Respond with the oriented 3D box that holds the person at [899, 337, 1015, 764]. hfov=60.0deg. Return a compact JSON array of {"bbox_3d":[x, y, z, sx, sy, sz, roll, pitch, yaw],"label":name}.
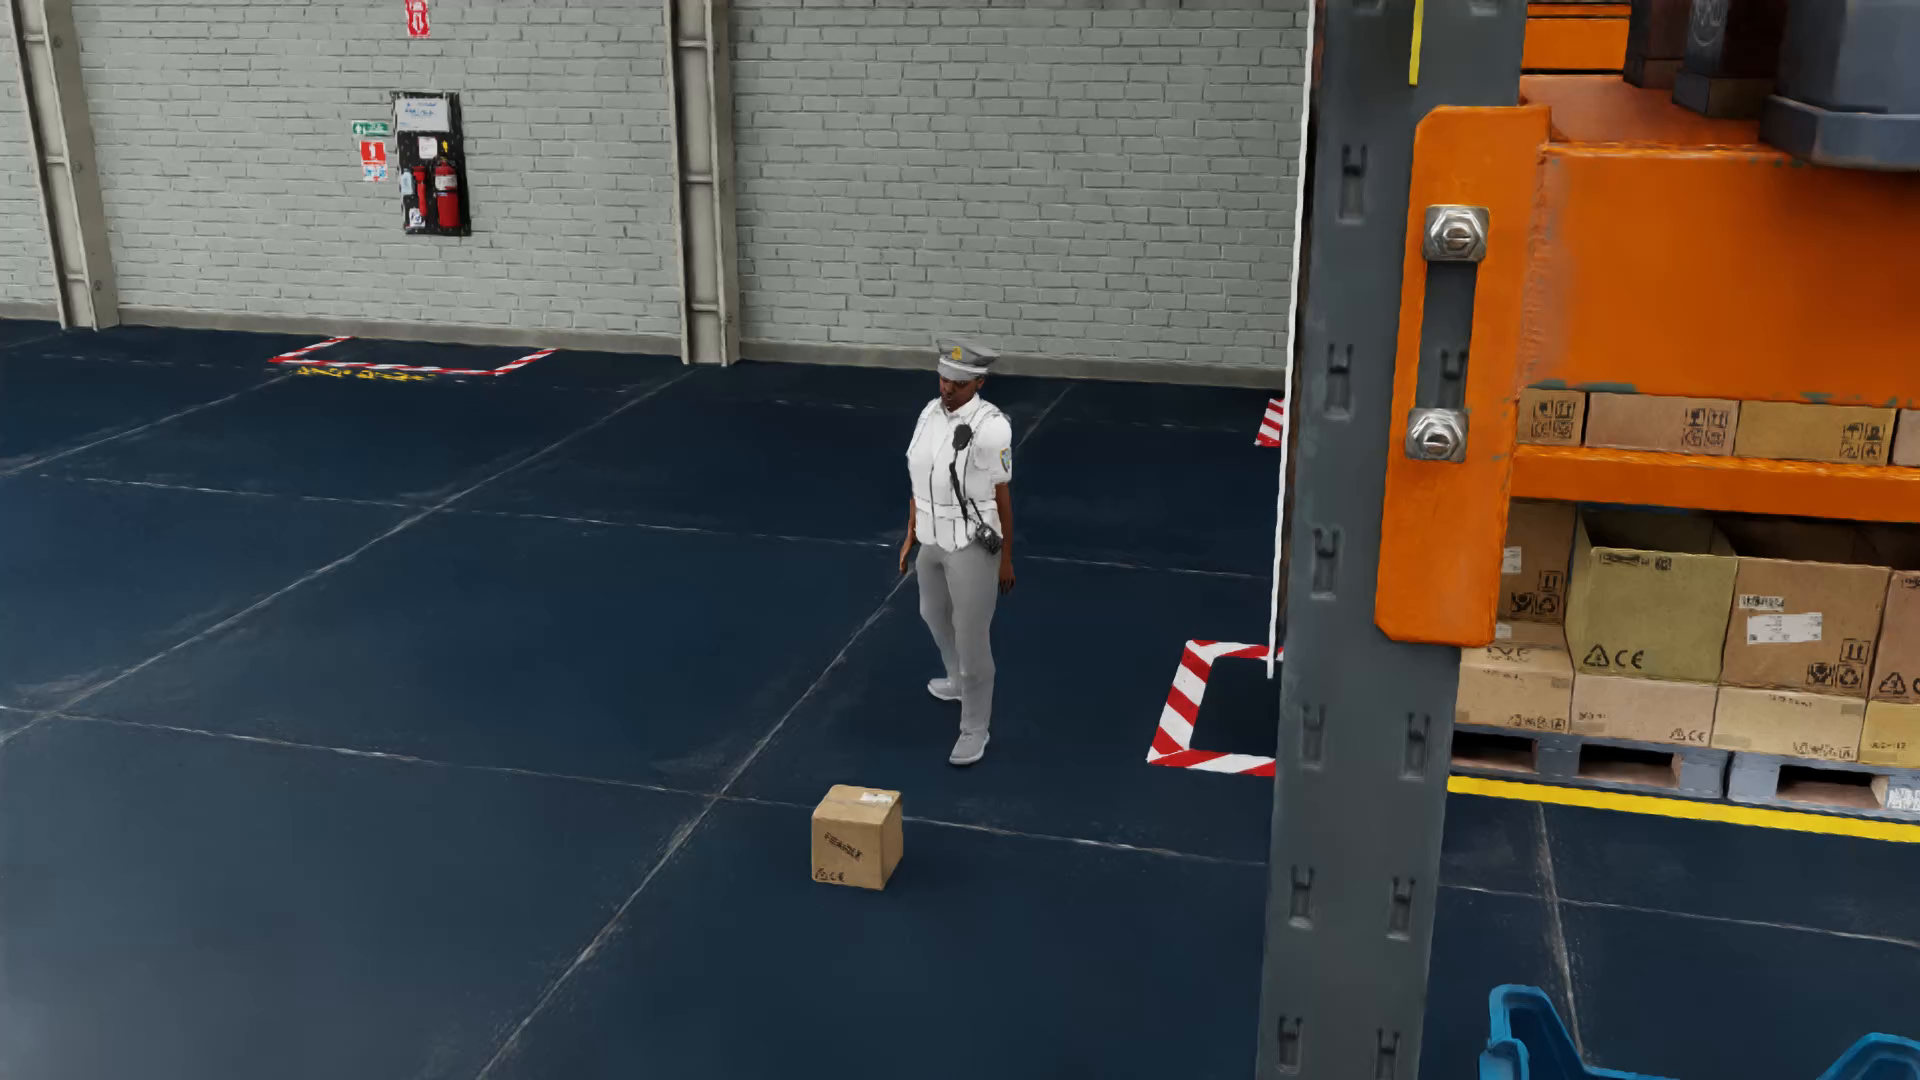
[{"bbox_3d":[-0.030,-0.003,6.581,0.483,1.654,0.665,-15,24,-38],"label":"person"}]
